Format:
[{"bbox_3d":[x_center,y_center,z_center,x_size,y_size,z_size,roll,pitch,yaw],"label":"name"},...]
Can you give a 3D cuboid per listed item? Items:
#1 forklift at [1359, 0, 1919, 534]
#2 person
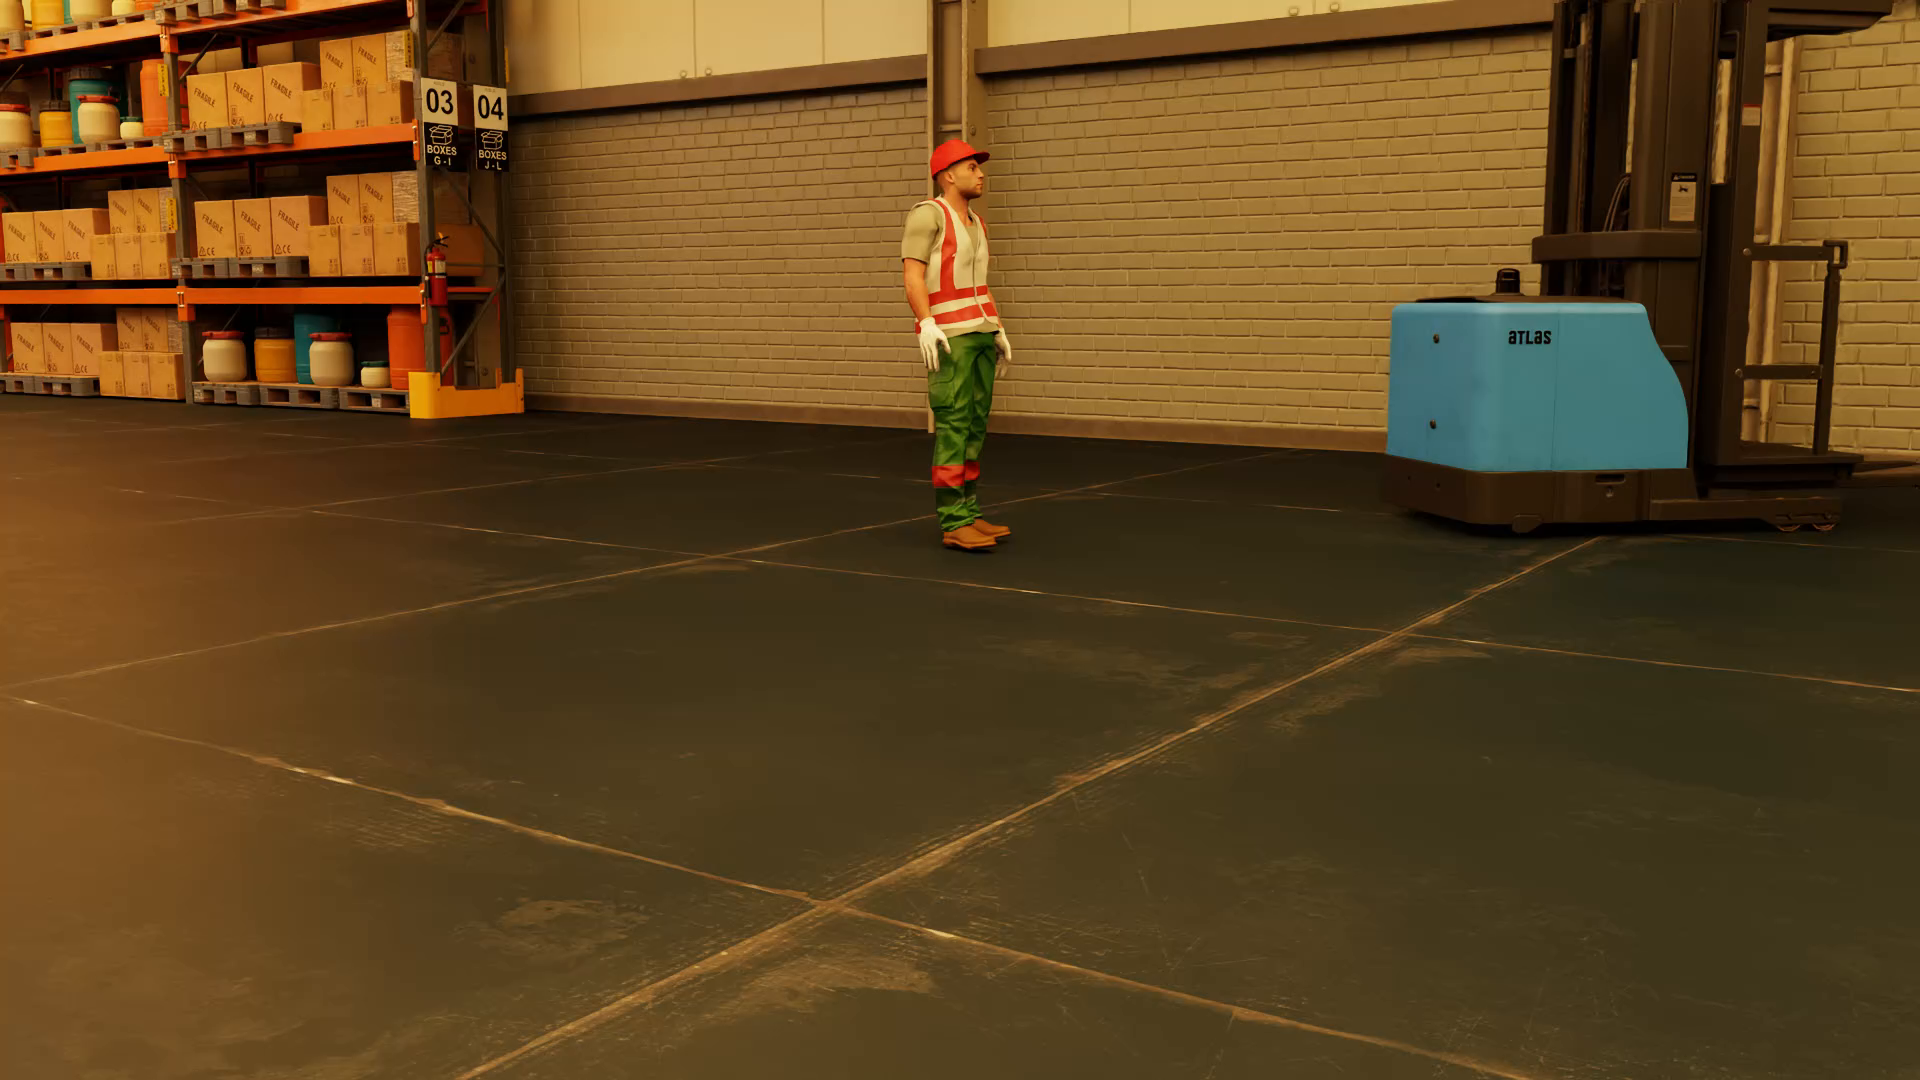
[{"bbox_3d":[3.604,-1.557,8.143,3.031,2.935,1.130,-2,8,-11],"label":"forklift"},{"bbox_3d":[0.059,-0.885,7.422,0.564,1.787,0.637,5,10,34],"label":"person"}]
